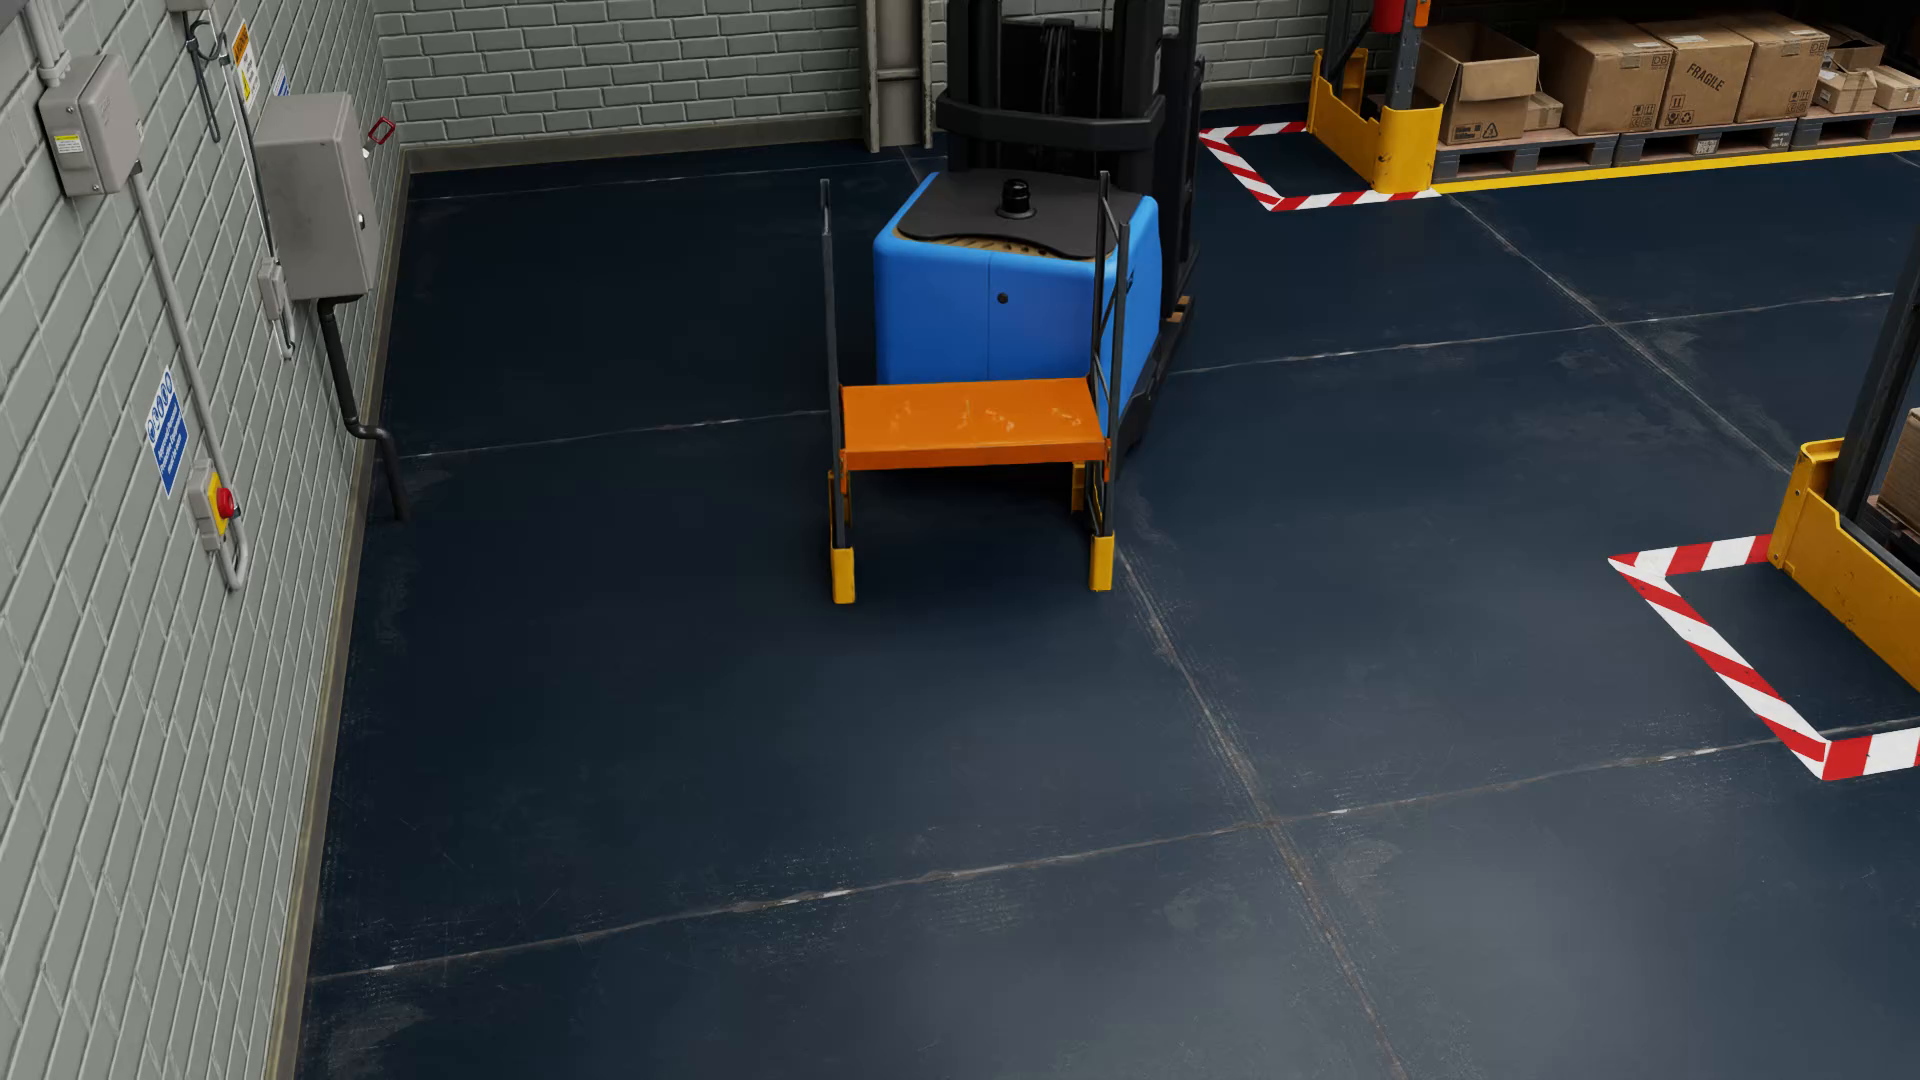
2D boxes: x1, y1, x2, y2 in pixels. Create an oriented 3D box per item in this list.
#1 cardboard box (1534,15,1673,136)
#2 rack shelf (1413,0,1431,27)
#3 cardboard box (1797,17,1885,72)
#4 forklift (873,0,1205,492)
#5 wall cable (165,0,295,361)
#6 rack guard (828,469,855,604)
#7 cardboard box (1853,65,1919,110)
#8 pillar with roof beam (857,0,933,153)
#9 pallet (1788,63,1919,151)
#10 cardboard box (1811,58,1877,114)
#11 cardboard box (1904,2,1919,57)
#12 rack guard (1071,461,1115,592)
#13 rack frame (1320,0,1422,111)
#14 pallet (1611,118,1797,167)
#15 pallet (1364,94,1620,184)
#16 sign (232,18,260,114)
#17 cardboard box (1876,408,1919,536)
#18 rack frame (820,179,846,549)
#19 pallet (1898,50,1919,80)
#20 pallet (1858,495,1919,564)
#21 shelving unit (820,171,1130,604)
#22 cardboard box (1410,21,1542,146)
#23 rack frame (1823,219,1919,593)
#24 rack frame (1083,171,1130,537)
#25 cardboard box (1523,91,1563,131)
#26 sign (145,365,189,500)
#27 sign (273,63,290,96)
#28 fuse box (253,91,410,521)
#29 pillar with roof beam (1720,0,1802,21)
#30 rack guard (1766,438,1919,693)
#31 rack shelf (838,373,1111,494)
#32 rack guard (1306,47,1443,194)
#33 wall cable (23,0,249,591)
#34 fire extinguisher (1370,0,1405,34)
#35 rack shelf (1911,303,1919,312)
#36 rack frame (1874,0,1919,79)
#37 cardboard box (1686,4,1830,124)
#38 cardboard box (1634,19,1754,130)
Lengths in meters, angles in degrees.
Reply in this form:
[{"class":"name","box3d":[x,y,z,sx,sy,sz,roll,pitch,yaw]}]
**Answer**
[{"class":"cardboard box","box3d":[3.890,-2.846,10.165,0.500,0.500,0.700,-6,34,-9]},{"class":"rack shelf","box3d":[4.381,-3.549,9.992,4.000,0.370,1.077,-7,35,-11]},{"class":"cardboard box","box3d":[5.635,-3.199,10.861,0.500,0.311,0.500,-6,34,-9]},{"class":"forklift","box3d":[0.549,-2.229,7.441,1.130,2.935,3.031,10,35,14]},{"class":"wall cable","box3d":[-2.290,-1.390,5.217,0.122,1.984,0.588,-7,35,-11]},{"class":"rack guard","box3d":[-0.468,-0.021,6.557,0.087,0.250,0.587,-3,34,-4]},{"class":"cardboard box","box3d":[5.853,-2.856,10.495,0.250,0.149,0.380,-8,35,-12]},{"class":"pillar with roof beam","box3d":[0.552,-3.911,4.503,0.400,9.000,9.100,-7,35,-11]},{"class":"pallet","box3d":[5.662,-2.852,10.810,1.213,0.211,1.003,-7,35,-11]},{"class":"cardboard box","box3d":[5.505,-2.860,10.397,0.258,0.266,0.396,-6,34,-9]},{"class":"cardboard box","box3d":[6.746,-3.451,11.067,0.500,0.500,0.500,-7,35,-11]},{"class":"rack guard","box3d":[0.525,-0.066,6.624,0.087,0.250,0.587,-3,34,-4]},{"class":"rack frame","box3d":[2.431,-3.602,9.425,0.127,3.000,1.000,-7,35,-11]},{"class":"pallet","box3d":[4.470,-2.700,10.584,1.213,0.211,1.003,-7,35,-11]},{"class":"pallet","box3d":[3.282,-2.552,10.363,1.213,0.211,1.003,-7,35,-11]},{"class":"sign","box3d":[-2.476,-1.646,5.769,0.001,0.242,0.339,-7,35,-11]},{"class":"cardboard box","box3d":[4.151,-0.150,6.205,0.875,0.438,0.875,-8,35,-12]},{"class":"rack frame","box3d":[-0.469,-0.540,6.209,0.032,1.500,0.500,-3,34,-4]},{"class":"pallet","box3d":[7.117,-3.056,11.115,1.213,0.211,1.003,-7,35,-11]},{"class":"pallet","box3d":[4.292,0.113,6.393,1.213,0.211,1.003,-7,35,-11]},{"class":"shelving unit","box3d":[0.029,-0.562,6.242,1.083,1.500,0.587,-3,34,-4]},{"class":"cardboard box","box3d":[3.048,-2.763,10.039,0.637,0.503,0.797,-9,35,-12]},{"class":"rack frame","box3d":[3.529,-0.904,5.406,0.127,3.000,1.000,-7,35,-11]},{"class":"rack frame","box3d":[0.545,-0.586,6.277,0.032,1.500,0.500,-3,34,-4]},{"class":"cardboard box","box3d":[3.471,-2.647,10.184,0.250,0.149,0.380,-9,35,-12]},{"class":"sign","box3d":[-2.014,-0.277,4.228,0.001,0.218,0.327,-7,35,-11]},{"class":"sign","box3d":[-2.598,-1.562,6.471,0.001,0.494,0.329,-7,35,-11]},{"class":"fuse box","box3d":[-2.287,-0.823,6.441,0.414,1.711,0.539,-7,35,-11]},{"class":"pillar with roof beam","box3d":[6.404,-4.649,5.602,0.400,9.000,9.100,-7,35,-11]},{"class":"rack guard","box3d":[3.506,0.136,6.098,0.348,0.500,1.175,-7,35,-11]},{"class":"rack shelf","box3d":[0.038,-0.413,6.343,1.000,0.185,0.538,-3,34,-4]},{"class":"rack guard","box3d":[2.505,-2.573,10.136,0.348,0.500,1.175,-7,35,-11]},{"class":"wall cable","box3d":[-1.965,-0.633,4.062,0.123,1.953,0.585,-7,35,-11]},{"class":"fire extinguisher","box3d":[2.389,-3.145,9.149,0.183,0.674,0.296,-7,35,-11]},{"class":"rack shelf","box3d":[5.480,-0.852,5.973,4.000,0.370,1.077,-7,35,-11]},{"class":"rack frame","box3d":[6.332,-4.093,10.158,0.127,3.000,1.000,-7,35,-11]},{"class":"cardboard box","box3d":[4.903,-2.973,10.355,0.500,0.500,0.700,-8,35,-12]},{"class":"cardboard box","box3d":[4.428,-2.856,10.181,0.500,0.500,0.500,-7,34,-10]}]
